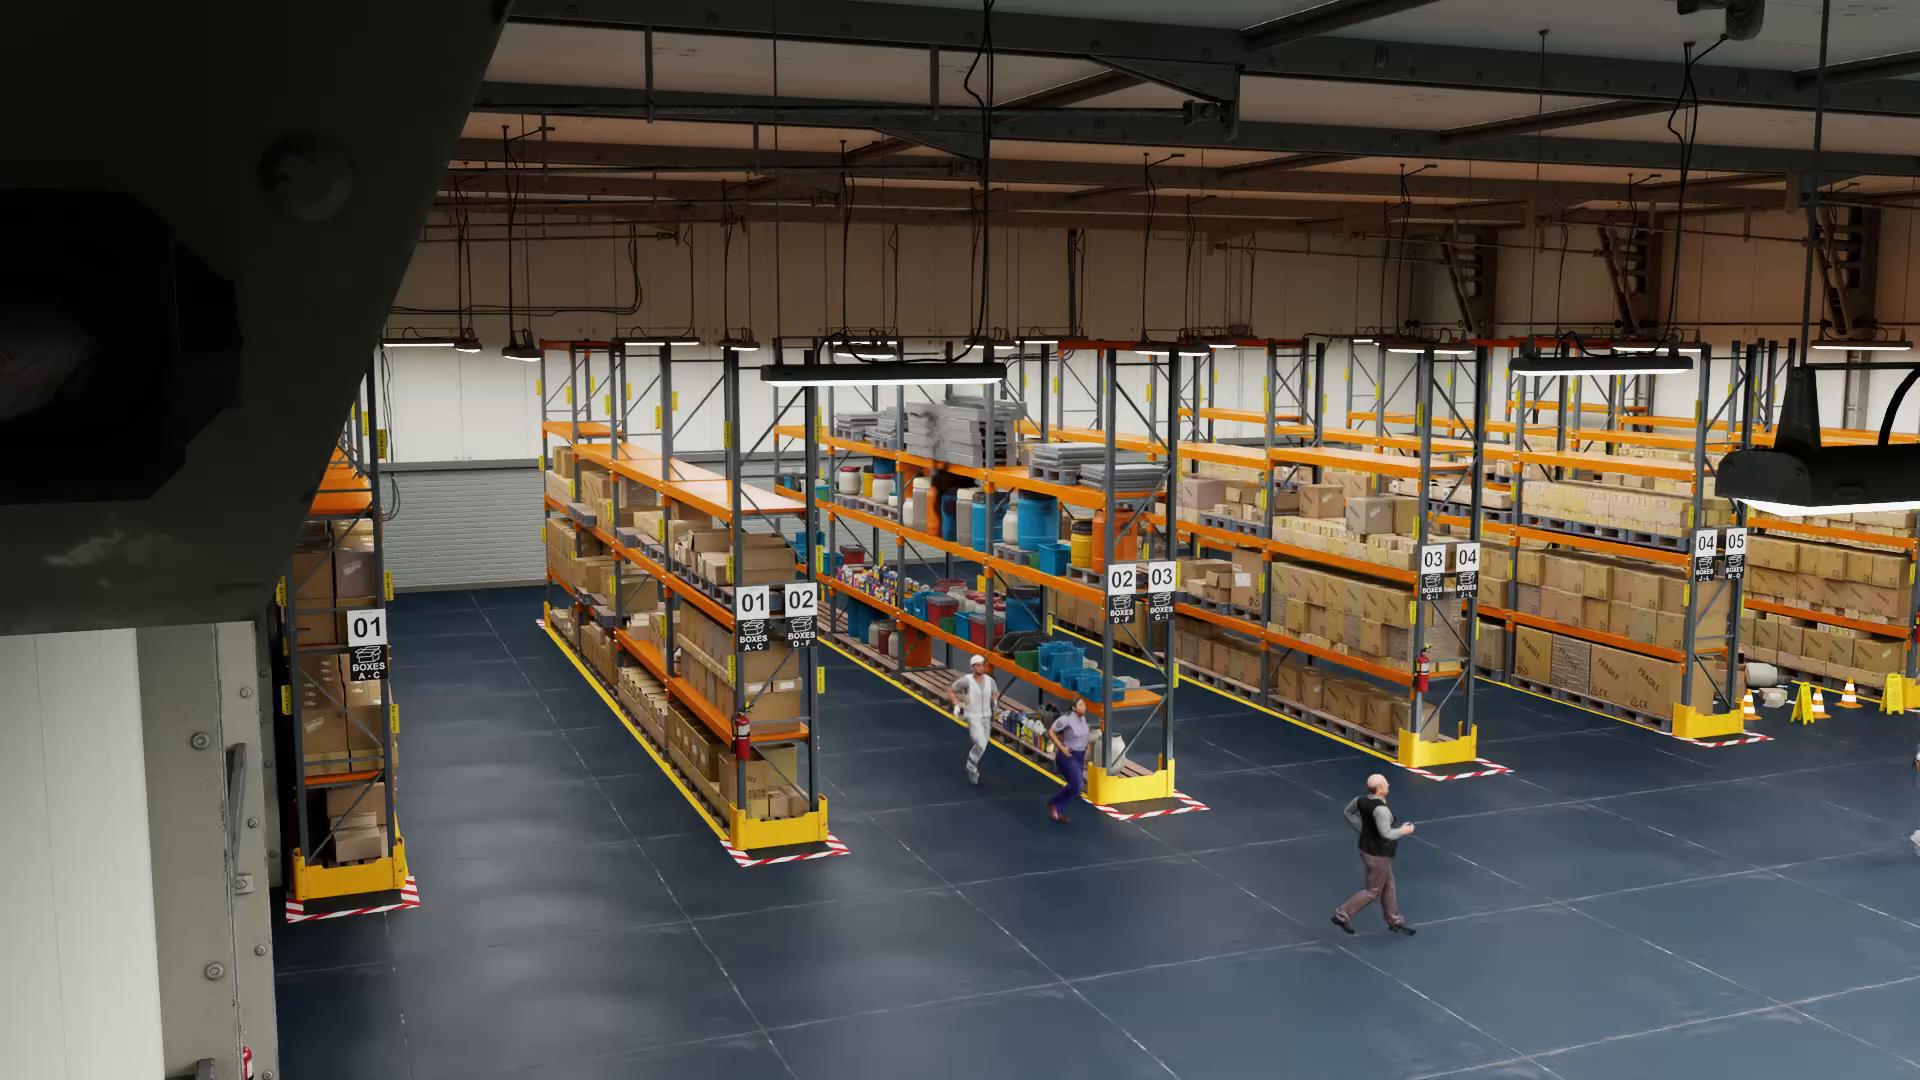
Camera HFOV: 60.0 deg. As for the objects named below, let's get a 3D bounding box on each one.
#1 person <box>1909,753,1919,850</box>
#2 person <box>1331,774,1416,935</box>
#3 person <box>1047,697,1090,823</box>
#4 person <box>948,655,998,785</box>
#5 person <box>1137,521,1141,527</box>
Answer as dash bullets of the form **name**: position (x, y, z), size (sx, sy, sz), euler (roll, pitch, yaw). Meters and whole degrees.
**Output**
- **person**: position (11.502, 2.953, 19.421), size (0.757, 1.733, 0.718), euler (0, 7, 1)
- **person**: position (4.273, 3.245, 17.068), size (0.949, 1.726, 0.657), euler (-1, 7, -5)
- **person**: position (1.435, 2.791, 21.218), size (0.521, 1.595, 0.612), euler (5, 9, 35)
- **person**: position (0.253, 2.473, 22.908), size (0.640, 1.792, 0.709), euler (-5, 9, -32)
- **person**: position (4.228, 0.312, 40.538), size (0.599, 1.552, 0.483), euler (6, 9, 37)
